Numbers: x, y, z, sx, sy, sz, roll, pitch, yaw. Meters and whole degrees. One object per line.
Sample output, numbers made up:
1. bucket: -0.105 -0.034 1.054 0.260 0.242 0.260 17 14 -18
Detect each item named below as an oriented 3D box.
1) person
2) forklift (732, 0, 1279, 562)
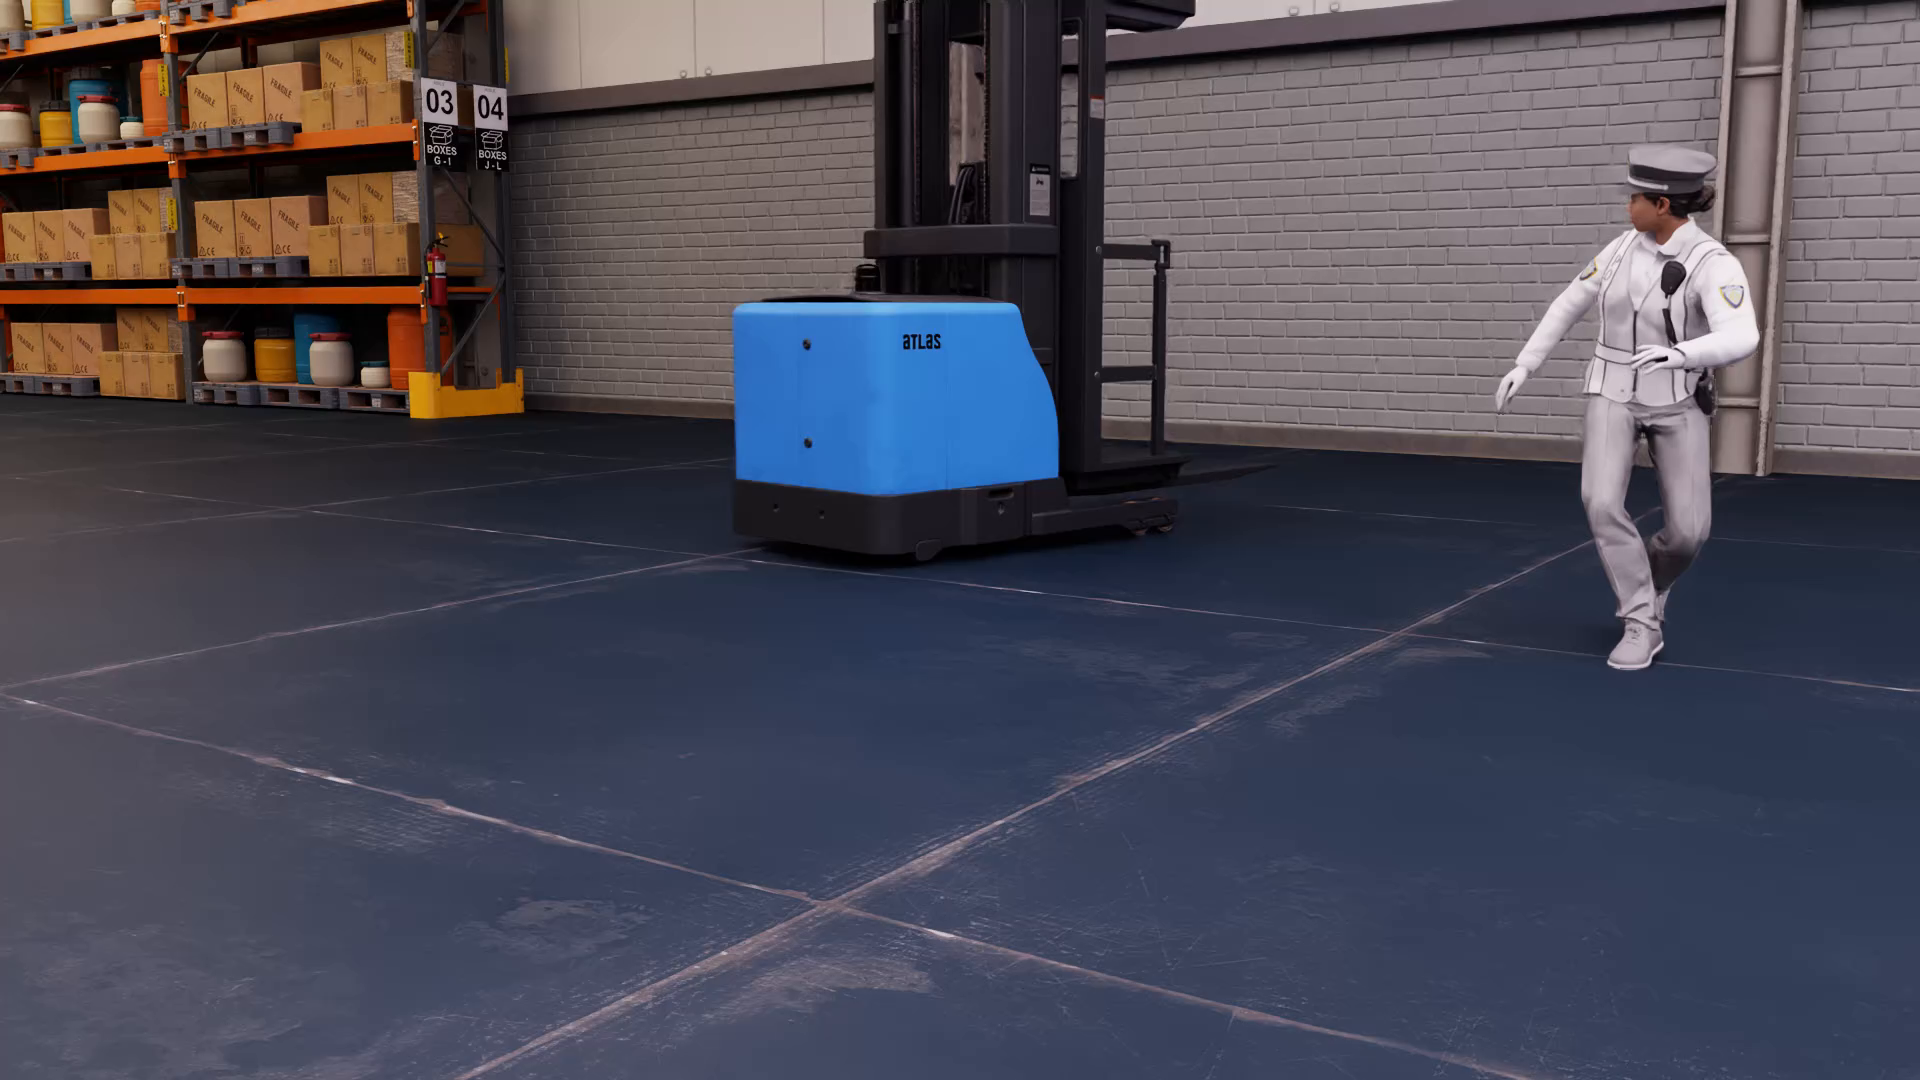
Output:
1. person: 2.009 -0.416 5.087 0.815 1.552 0.802 6 10 37
2. forklift: 0.394 -1.515 7.849 1.130 2.935 3.031 8 11 44
